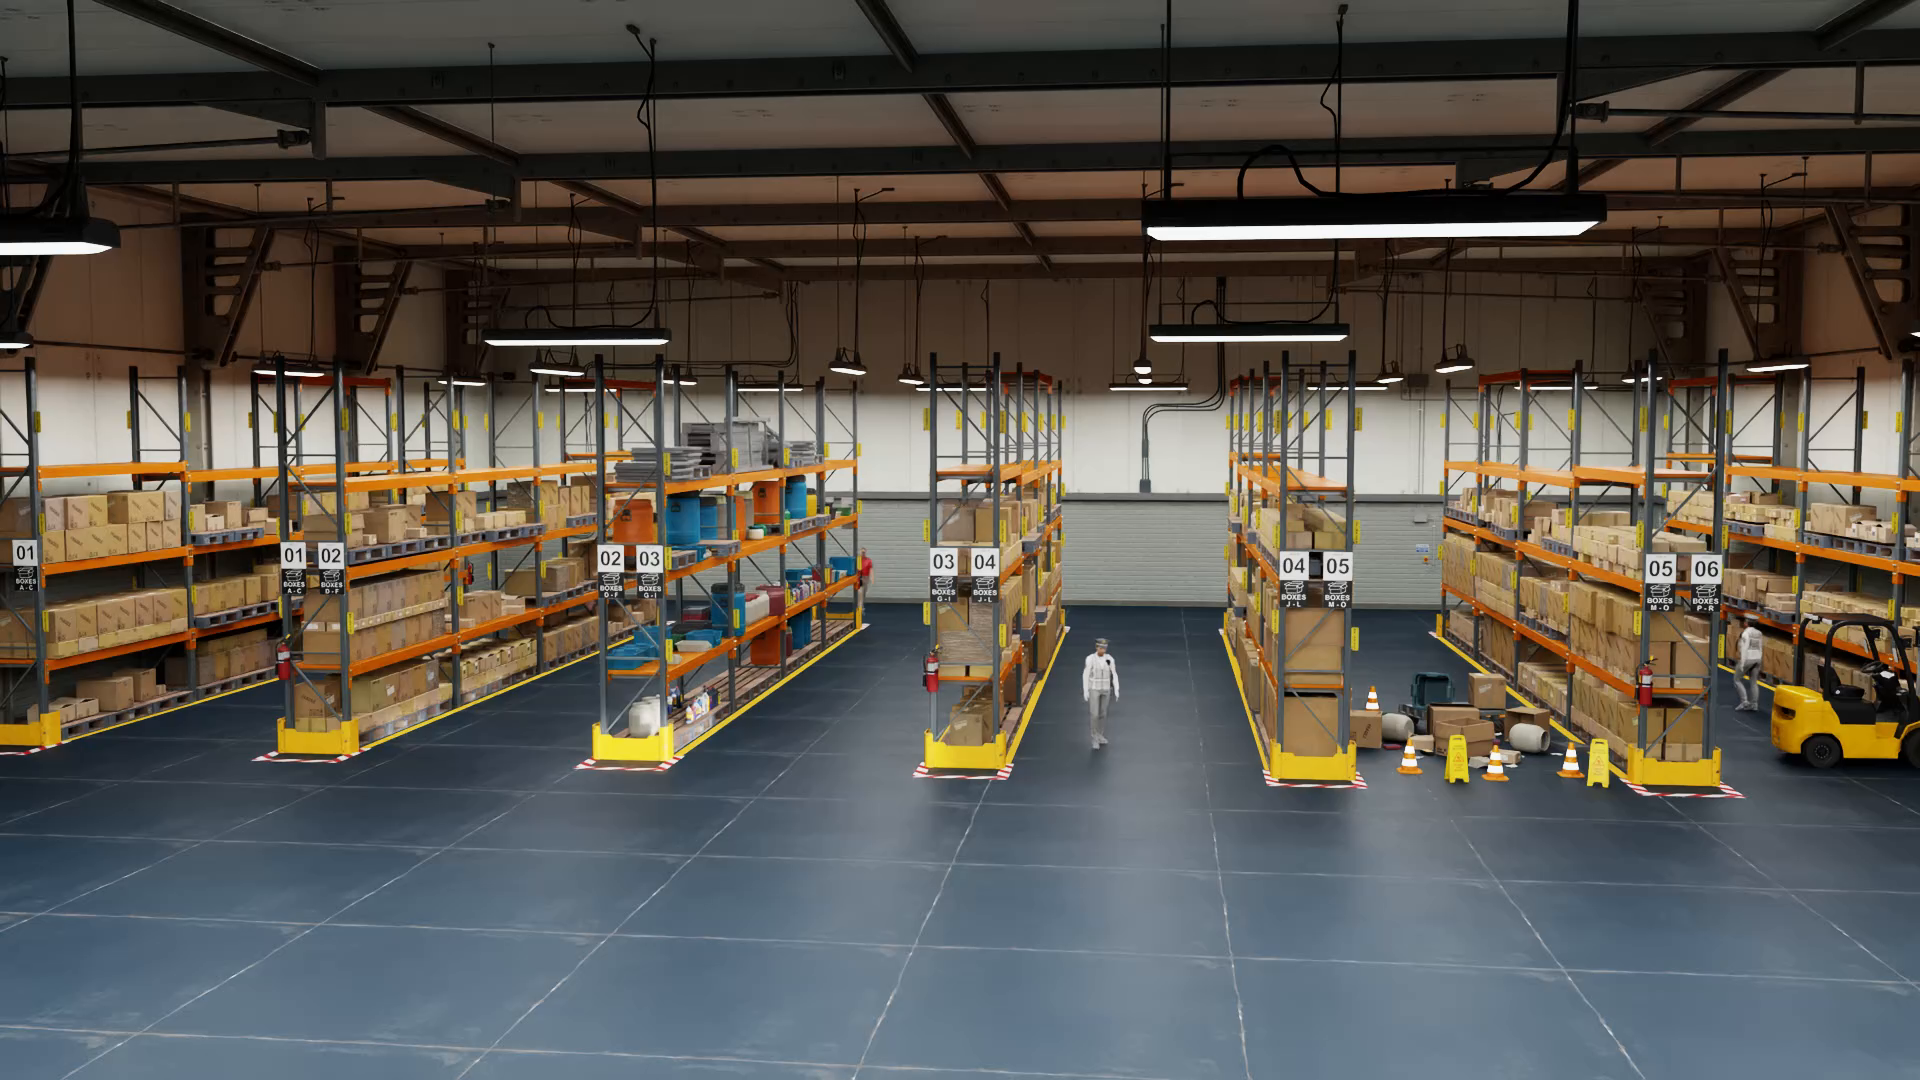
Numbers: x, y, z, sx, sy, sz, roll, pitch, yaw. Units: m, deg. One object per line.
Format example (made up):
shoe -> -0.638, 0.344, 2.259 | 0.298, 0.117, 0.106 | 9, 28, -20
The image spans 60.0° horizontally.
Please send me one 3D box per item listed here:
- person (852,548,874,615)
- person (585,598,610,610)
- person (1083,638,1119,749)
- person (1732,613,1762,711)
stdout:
person -> -2.562, 1.072, 43.668 | 0.562, 1.727, 0.943 | -2, 4, -25
person -> -9.159, 1.223, 41.996 | 0.832, 1.603, 0.599 | -1, 4, -18
person -> 2.177, 2.372, 25.740 | 0.533, 1.724, 0.481 | -1, 4, -13
person -> 13.725, 2.130, 28.916 | 0.519, 1.706, 0.373 | -2, 4, -25
